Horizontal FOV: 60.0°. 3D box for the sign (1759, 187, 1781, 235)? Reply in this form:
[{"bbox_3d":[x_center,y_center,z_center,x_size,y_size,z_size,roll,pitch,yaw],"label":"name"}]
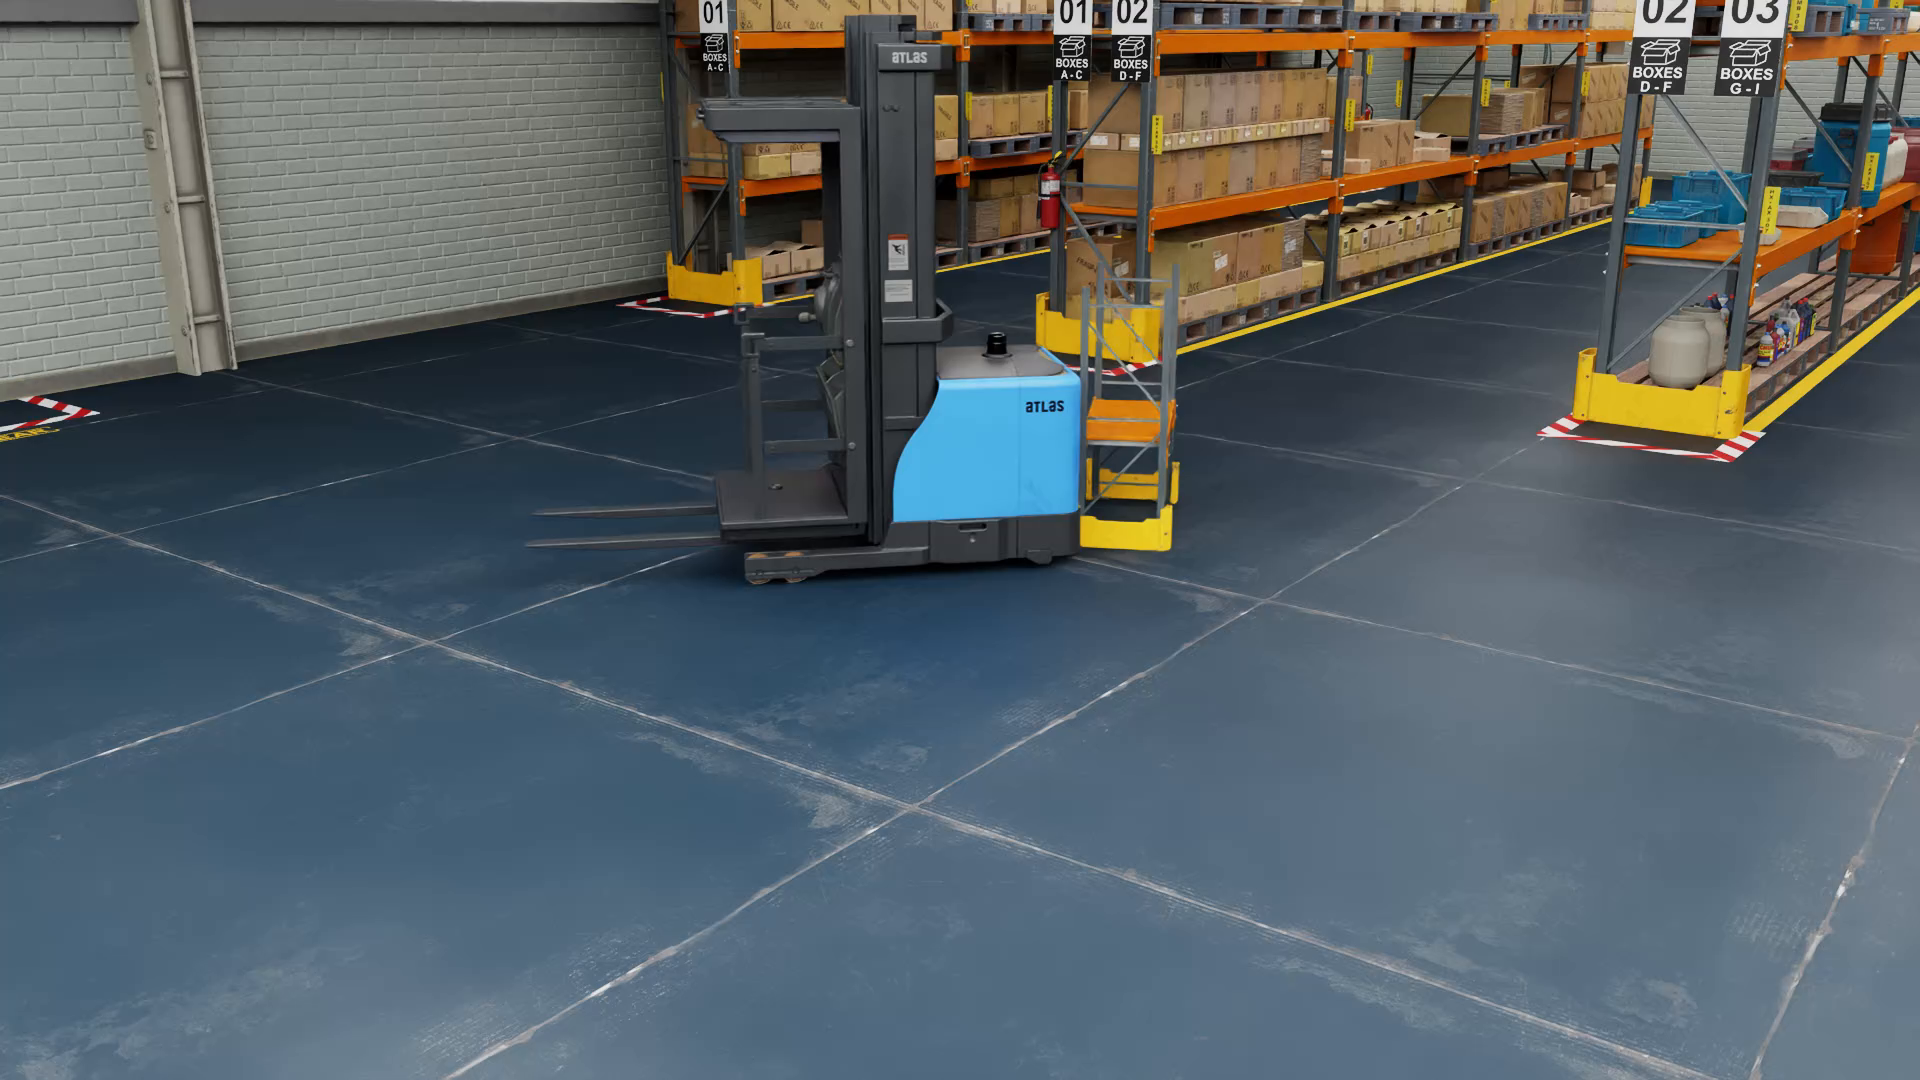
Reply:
[{"bbox_3d":[5.677,-2.309,11.656,0.100,0.325,0.005,12,21,35],"label":"sign"}]

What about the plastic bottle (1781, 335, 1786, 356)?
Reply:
[{"bbox_3d":[6.891,-1.655,13.992,0.097,0.201,0.097,0,17,0],"label":"plastic bottle"}]

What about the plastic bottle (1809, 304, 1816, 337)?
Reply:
[{"bbox_3d":[7.599,-1.968,14.862,0.061,0.283,0.133,14,22,37],"label":"plastic bottle"}]

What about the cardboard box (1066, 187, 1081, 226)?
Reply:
[{"bbox_3d":[1.260,-4.665,23.181,0.700,0.500,0.500,12,21,35],"label":"cardboard box"}]

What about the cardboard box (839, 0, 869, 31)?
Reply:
[{"bbox_3d":[-1.362,-5.929,18.517,0.500,0.500,0.500,14,22,38],"label":"cardboard box"}]

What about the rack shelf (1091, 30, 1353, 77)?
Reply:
[{"bbox_3d":[2.453,-4.717,16.030,1.077,0.370,4.000,12,21,35],"label":"rack shelf"}]

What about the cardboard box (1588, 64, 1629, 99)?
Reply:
[{"bbox_3d":[9.839,-6.966,25.263,0.500,0.500,0.500,13,22,36],"label":"cardboard box"}]

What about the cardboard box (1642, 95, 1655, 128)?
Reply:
[{"bbox_3d":[10.747,-6.855,26.593,0.500,0.500,0.500,13,22,36],"label":"cardboard box"}]

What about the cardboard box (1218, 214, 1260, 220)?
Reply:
[{"bbox_3d":[2.826,-3.174,17.571,0.500,0.500,0.500,12,21,35],"label":"cardboard box"}]

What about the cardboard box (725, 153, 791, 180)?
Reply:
[{"bbox_3d":[-2.173,-4.024,17.863,0.500,0.250,0.500,12,21,33],"label":"cardboard box"}]

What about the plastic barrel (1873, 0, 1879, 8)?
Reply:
[{"bbox_3d":[8.951,-5.505,16.632,0.600,0.830,0.708,12,21,35],"label":"plastic barrel"}]

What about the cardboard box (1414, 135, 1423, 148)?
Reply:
[{"bbox_3d":[5.340,-4.836,20.408,0.500,0.311,0.500,12,21,34],"label":"cardboard box"}]

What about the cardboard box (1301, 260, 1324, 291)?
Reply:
[{"bbox_3d":[3.544,-2.843,17.768,0.500,0.250,0.500,12,21,35],"label":"cardboard box"}]

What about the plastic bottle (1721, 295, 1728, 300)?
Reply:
[{"bbox_3d":[7.079,-2.137,15.425,0.097,0.271,0.097,0,17,0],"label":"plastic bottle"}]

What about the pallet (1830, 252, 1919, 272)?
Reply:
[{"bbox_3d":[11.168,-3.334,20.122,1.003,0.211,1.213,12,21,35],"label":"pallet"}]

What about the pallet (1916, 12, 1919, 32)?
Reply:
[{"bbox_3d":[10.538,-5.688,18.263,1.003,0.211,1.213,12,21,35],"label":"pallet"}]

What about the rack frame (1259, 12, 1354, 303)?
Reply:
[{"bbox_3d":[3.645,-4.104,17.902,1.000,3.000,0.127,12,21,35],"label":"rack frame"}]

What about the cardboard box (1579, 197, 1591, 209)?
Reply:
[{"bbox_3d":[9.343,-5.136,25.261,0.380,0.166,0.250,12,21,35],"label":"cardboard box"}]

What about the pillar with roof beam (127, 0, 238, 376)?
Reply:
[{"bbox_3d":[-3.114,-5.021,10.738,9.100,9.000,0.400,12,21,35],"label":"pillar with roof beam"}]

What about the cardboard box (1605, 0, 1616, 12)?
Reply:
[{"bbox_3d":[9.197,-7.801,24.157,0.500,0.250,0.500,12,21,35],"label":"cardboard box"}]

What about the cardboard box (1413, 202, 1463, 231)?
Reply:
[{"bbox_3d":[5.914,-4.044,20.691,0.500,0.311,0.500,13,22,36],"label":"cardboard box"}]

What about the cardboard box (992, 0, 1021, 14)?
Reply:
[{"bbox_3d":[0.421,-6.832,21.070,0.500,0.311,0.500,13,22,36],"label":"cardboard box"}]

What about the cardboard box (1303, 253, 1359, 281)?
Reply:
[{"bbox_3d":[4.084,-3.044,18.416,0.500,0.250,0.500,12,21,33],"label":"cardboard box"}]

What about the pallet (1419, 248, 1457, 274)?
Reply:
[{"bbox_3d":[5.506,-3.536,20.775,1.003,0.211,1.213,12,21,35],"label":"pallet"}]

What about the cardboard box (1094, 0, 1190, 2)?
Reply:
[{"bbox_3d":[1.607,-5.037,14.730,0.797,0.503,0.637,14,22,38],"label":"cardboard box"}]

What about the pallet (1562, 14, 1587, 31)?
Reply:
[{"bbox_3d":[7.967,-7.209,23.161,1.213,0.211,1.003,12,21,35],"label":"pallet"}]

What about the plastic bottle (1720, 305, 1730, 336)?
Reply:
[{"bbox_3d":[6.817,-1.960,14.857,0.097,0.271,0.097,0,17,0],"label":"plastic bottle"}]

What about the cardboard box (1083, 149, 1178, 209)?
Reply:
[{"bbox_3d":[1.550,-3.308,15.170,0.700,0.500,0.500,12,21,35],"label":"cardboard box"}]

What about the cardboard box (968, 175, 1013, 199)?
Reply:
[{"bbox_3d":[0.349,-4.637,21.826,0.500,0.250,0.500,12,21,34],"label":"cardboard box"}]

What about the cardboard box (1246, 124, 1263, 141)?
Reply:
[{"bbox_3d":[2.741,-3.993,16.282,0.380,0.149,0.250,13,22,36],"label":"cardboard box"}]

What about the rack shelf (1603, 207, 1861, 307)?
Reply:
[{"bbox_3d":[6.429,-2.408,13.654,1.077,0.370,4.000,12,21,35],"label":"rack shelf"}]

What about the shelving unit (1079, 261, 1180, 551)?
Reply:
[{"bbox_3d":[1.007,-0.826,9.876,0.587,1.500,1.083,3,17,9],"label":"shelving unit"}]

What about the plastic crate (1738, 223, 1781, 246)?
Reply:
[{"bbox_3d":[6.029,-2.306,12.555,0.298,0.136,0.250,12,21,35],"label":"plastic crate"}]

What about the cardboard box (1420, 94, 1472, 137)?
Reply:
[{"bbox_3d":[6.313,-5.475,21.440,0.700,0.500,0.500,5,18,16],"label":"cardboard box"}]

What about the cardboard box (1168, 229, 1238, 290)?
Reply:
[{"bbox_3d":[2.344,-2.726,16.129,0.500,0.500,0.500,12,21,35],"label":"cardboard box"}]

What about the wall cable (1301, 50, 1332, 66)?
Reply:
[{"bbox_3d":[6.818,-8.794,31.292,0.084,1.984,1.851,12,21,35],"label":"wall cable"}]

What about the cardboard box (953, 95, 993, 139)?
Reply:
[{"bbox_3d":[-0.005,-5.352,21.009,0.700,0.500,0.500,12,21,35],"label":"cardboard box"}]

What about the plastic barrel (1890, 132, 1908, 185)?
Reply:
[{"bbox_3d":[9.563,-3.951,17.222,0.421,0.512,0.421,0,17,0],"label":"plastic barrel"}]

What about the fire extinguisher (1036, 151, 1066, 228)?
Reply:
[{"bbox_3d":[0.818,-3.169,15.020,0.296,0.674,0.183,12,21,35],"label":"fire extinguisher"}]

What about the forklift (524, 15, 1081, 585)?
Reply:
[{"bbox_3d":[-0.893,-1.328,9.077,3.031,2.935,1.130,-3,17,-9],"label":"forklift"}]

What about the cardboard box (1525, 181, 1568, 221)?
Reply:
[{"bbox_3d":[8.348,-4.858,23.802,0.500,0.500,0.500,12,21,34],"label":"cardboard box"}]

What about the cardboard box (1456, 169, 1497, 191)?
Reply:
[{"bbox_3d":[7.033,-4.954,22.848,0.500,0.250,0.500,12,21,34],"label":"cardboard box"}]

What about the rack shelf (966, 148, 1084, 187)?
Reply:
[{"bbox_3d":[0.856,-5.111,22.359,1.077,0.370,4.000,12,21,35],"label":"rack shelf"}]

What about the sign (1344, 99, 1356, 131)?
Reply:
[{"bbox_3d":[4.092,-4.458,17.448,0.100,0.325,0.005,12,21,35],"label":"sign"}]

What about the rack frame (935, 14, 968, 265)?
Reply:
[{"bbox_3d":[-0.336,-4.979,20.718,1.000,3.000,0.127,12,21,35],"label":"rack frame"}]

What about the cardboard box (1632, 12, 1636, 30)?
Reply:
[{"bbox_3d":[10.106,-7.916,25.371,0.500,0.250,0.500,12,21,35],"label":"cardboard box"}]

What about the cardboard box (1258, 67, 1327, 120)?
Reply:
[{"bbox_3d":[3.386,-4.665,17.351,0.700,0.500,0.500,13,21,35],"label":"cardboard box"}]

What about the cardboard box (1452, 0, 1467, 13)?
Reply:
[{"bbox_3d":[5.803,-6.500,20.105,0.500,0.250,0.500,11,20,31],"label":"cardboard box"}]

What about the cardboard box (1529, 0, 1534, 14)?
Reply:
[{"bbox_3d":[7.260,-7.313,22.132,0.600,0.600,0.600,11,21,33],"label":"cardboard box"}]

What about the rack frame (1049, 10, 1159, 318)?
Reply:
[{"bbox_3d":[1.262,-3.152,14.834,1.000,3.000,0.127,12,21,35],"label":"rack frame"}]

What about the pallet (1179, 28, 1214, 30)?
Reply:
[{"bbox_3d":[3.053,-7.703,24.753,1.003,0.211,1.213,14,22,37],"label":"pallet"}]

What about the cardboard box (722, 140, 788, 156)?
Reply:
[{"bbox_3d":[-2.193,-4.383,17.754,0.500,0.500,0.500,12,21,35],"label":"cardboard box"}]

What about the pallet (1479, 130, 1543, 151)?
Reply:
[{"bbox_3d":[7.183,-5.429,22.493,1.003,0.211,1.213,12,21,35],"label":"pallet"}]
